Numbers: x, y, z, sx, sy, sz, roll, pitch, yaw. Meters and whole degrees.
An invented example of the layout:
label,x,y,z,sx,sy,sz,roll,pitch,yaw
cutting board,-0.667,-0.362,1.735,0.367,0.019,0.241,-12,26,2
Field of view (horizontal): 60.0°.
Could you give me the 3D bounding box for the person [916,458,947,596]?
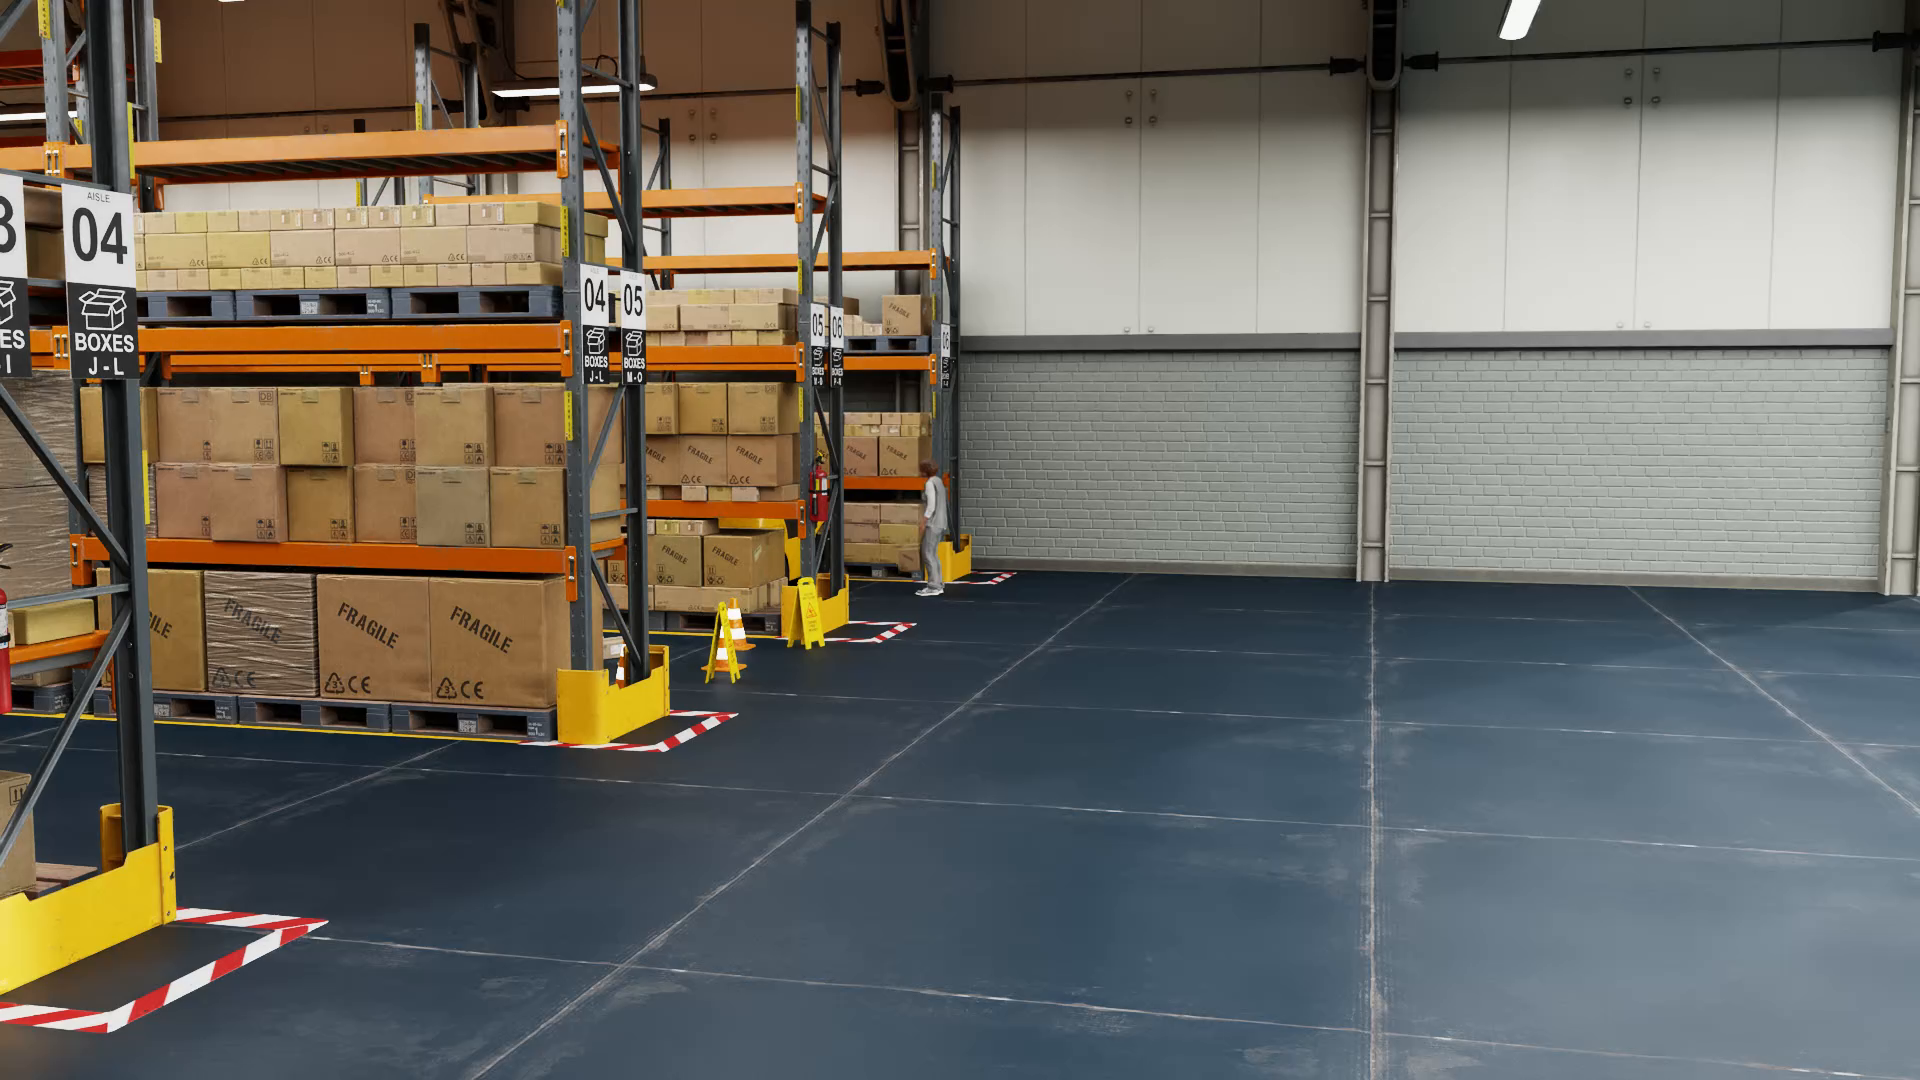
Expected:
label,x,y,z,sx,sy,sz,roll,pitch,yaw
person,-0.325,-0.154,19.342,0.342,1.597,0.453,1,5,12
